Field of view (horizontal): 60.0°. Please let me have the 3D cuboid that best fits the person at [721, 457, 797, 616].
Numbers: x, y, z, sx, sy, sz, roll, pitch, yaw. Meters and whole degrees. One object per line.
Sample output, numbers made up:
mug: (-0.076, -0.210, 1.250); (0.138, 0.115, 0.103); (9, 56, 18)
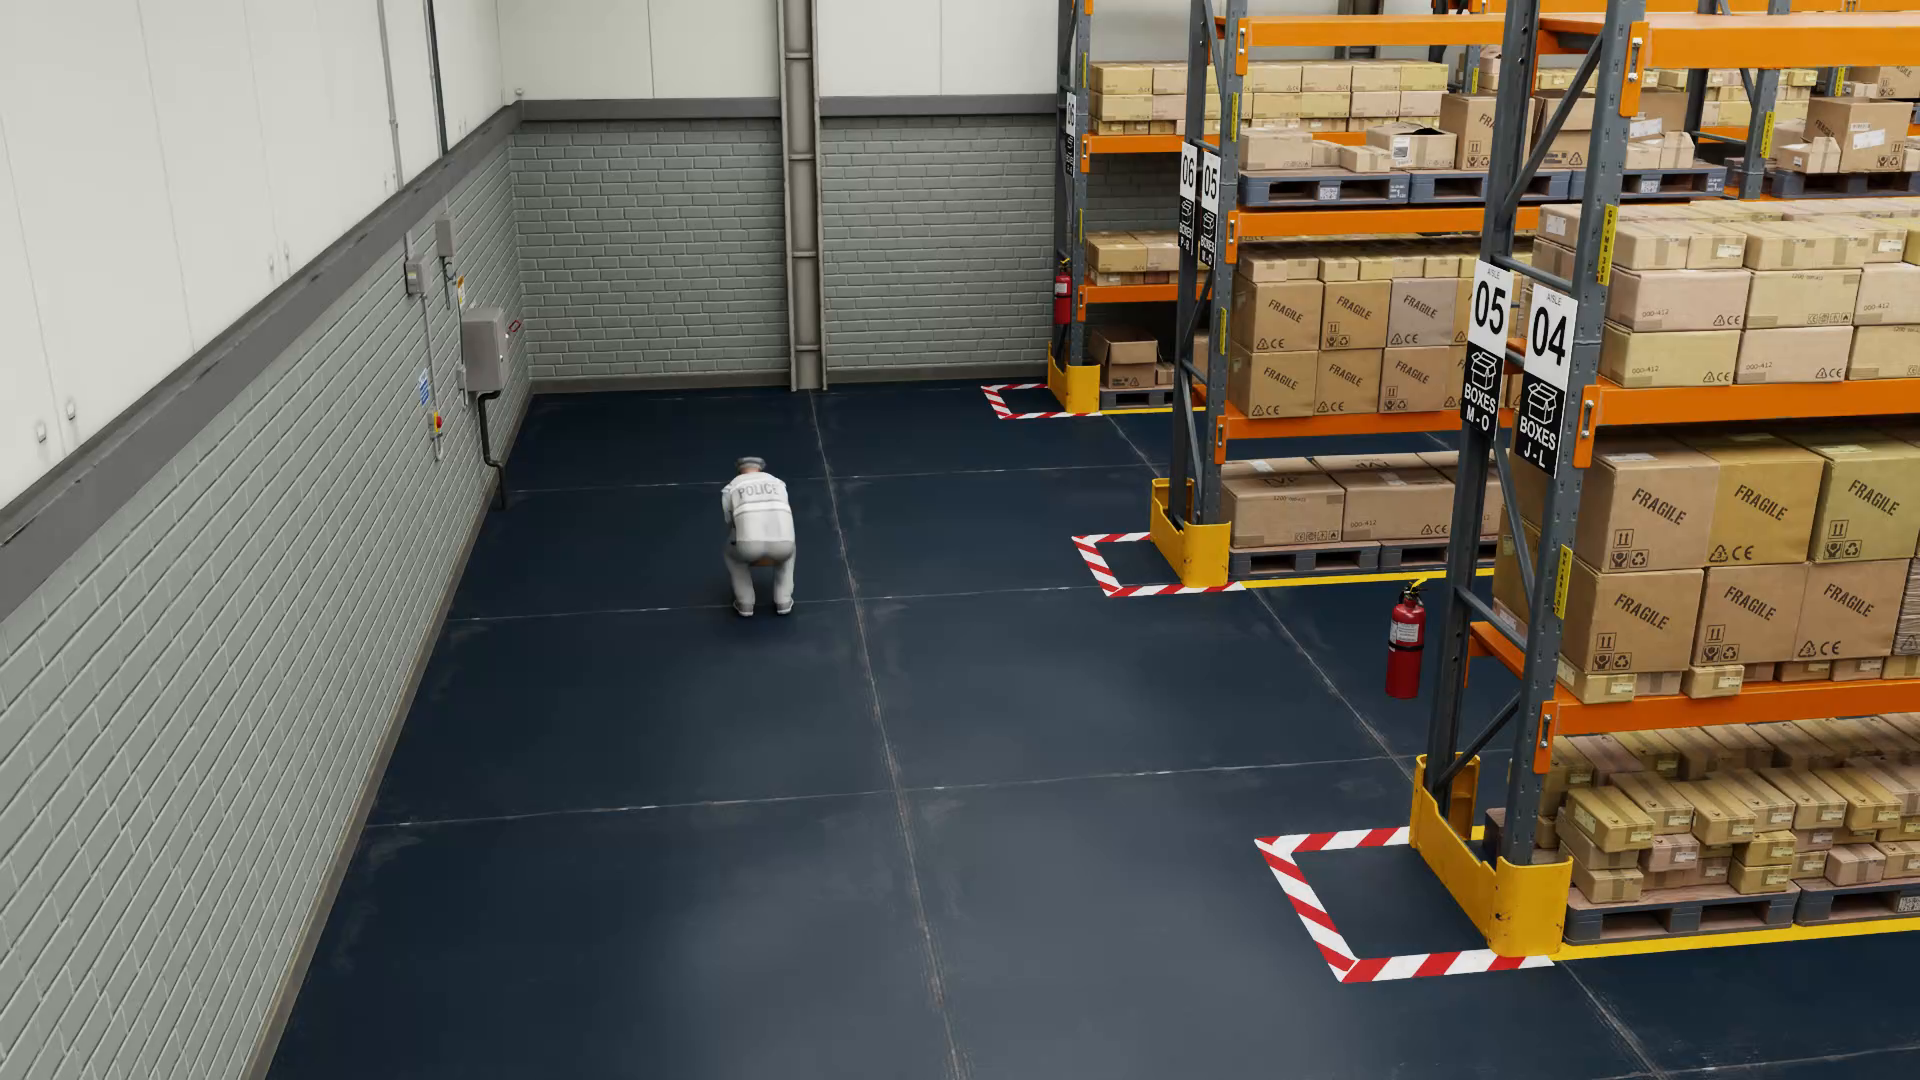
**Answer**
person: (-1.473, -0.024, 12.213); (0.539, 1.022, 1.002); (-3, 20, -10)
